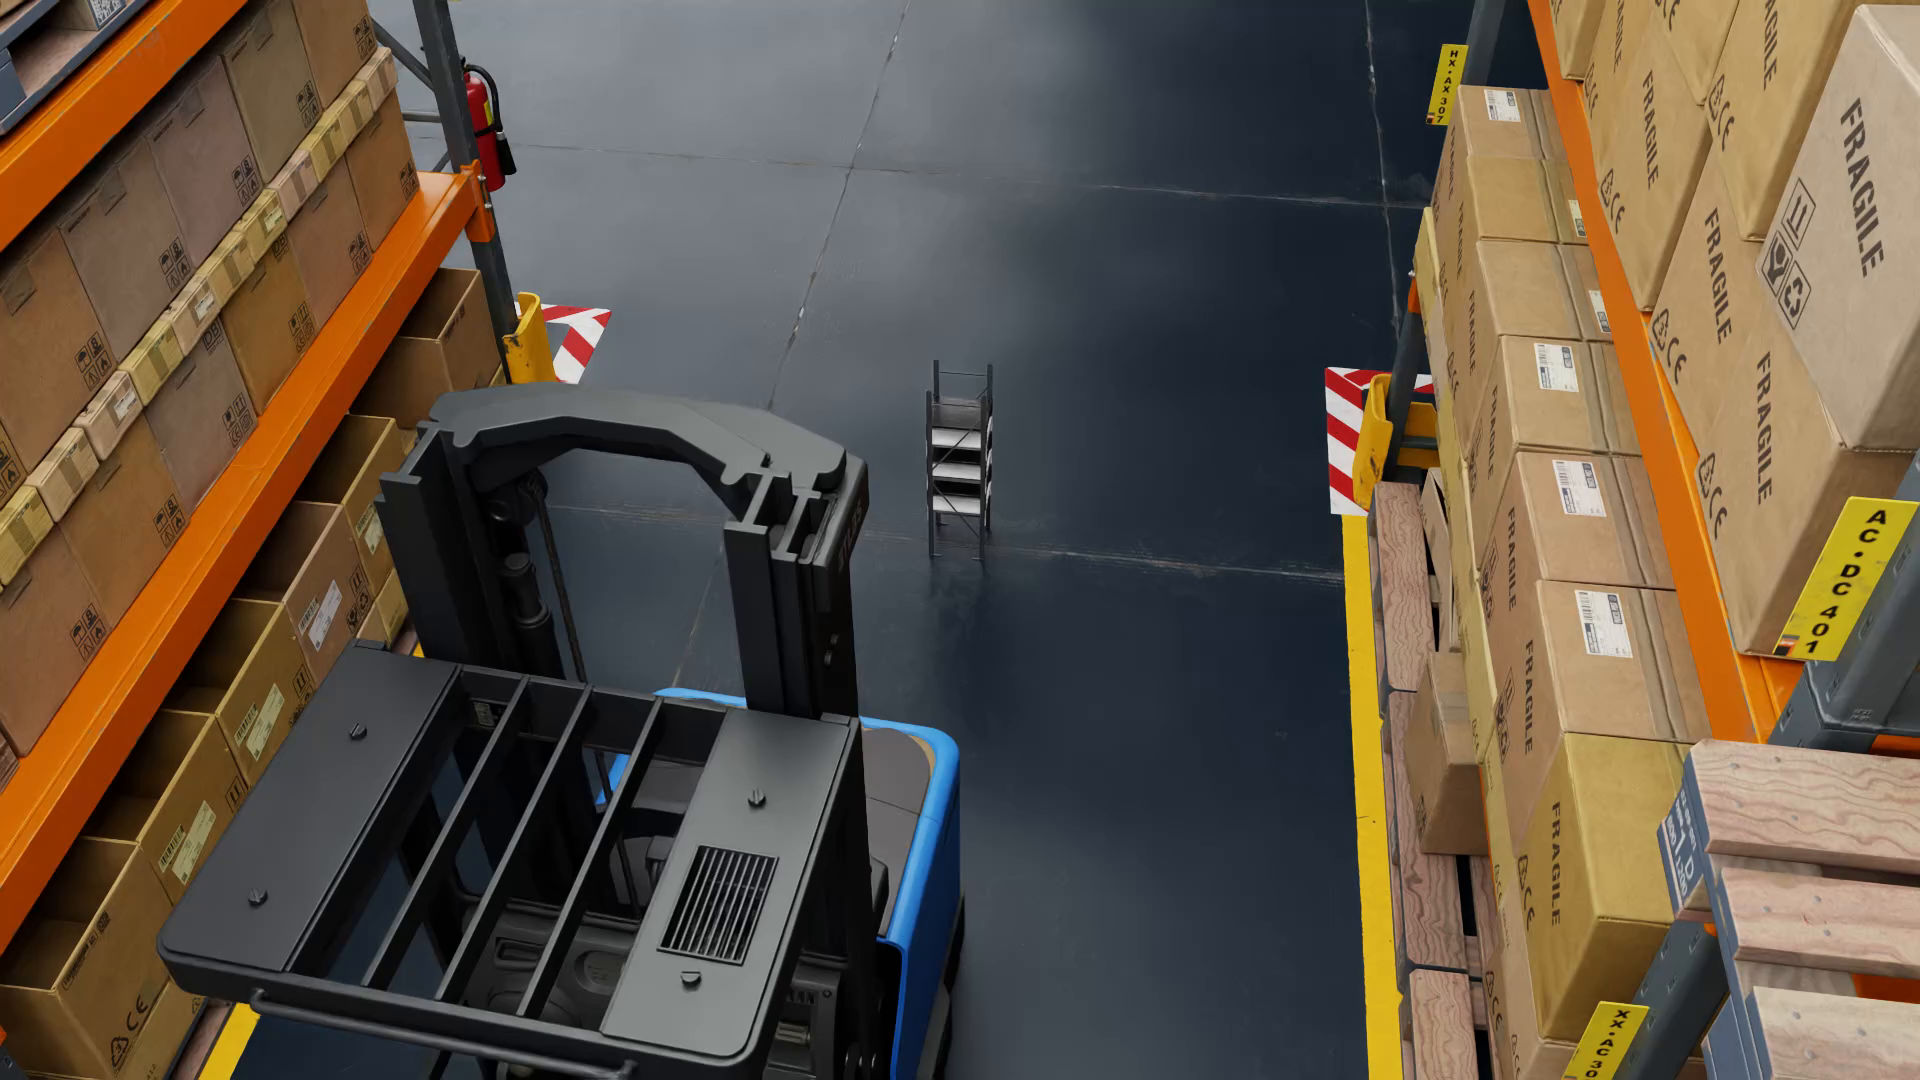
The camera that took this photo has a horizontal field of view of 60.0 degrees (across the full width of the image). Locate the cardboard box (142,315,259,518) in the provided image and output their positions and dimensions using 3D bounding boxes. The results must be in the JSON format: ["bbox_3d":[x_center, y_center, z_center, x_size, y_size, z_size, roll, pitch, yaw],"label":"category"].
[{"bbox_3d":[-2.819,-0.454,5.475,0.700,0.500,0.500,6,44,7],"label":"cardboard box"}]

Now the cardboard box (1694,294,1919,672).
[{"bbox_3d":[1.661,-0.117,2.923,0.500,0.500,0.500,6,44,7],"label":"cardboard box"}]

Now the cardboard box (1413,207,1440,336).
[{"bbox_3d":[1.989,-0.991,6.210,0.500,0.250,0.500,4,44,4],"label":"cardboard box"}]

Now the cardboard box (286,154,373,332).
[{"bbox_3d":[-2.682,-1.151,6.211,0.700,0.500,0.500,6,44,7],"label":"cardboard box"}]

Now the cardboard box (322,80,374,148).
[{"bbox_3d":[-2.438,-1.606,6.220,0.380,0.149,0.250,6,44,7],"label":"cardboard box"}]

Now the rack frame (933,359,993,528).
[{"bbox_3d":[0.012,-0.391,7.008,0.240,0.900,0.006,5,44,6],"label":"rack frame"}]

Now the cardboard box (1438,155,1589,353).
[{"bbox_3d":[1.932,-0.933,5.603,0.500,0.500,0.500,5,44,6],"label":"cardboard box"}]

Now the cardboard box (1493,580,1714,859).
[{"bbox_3d":[1.656,0.468,4.124,0.500,0.500,0.500,5,44,5],"label":"cardboard box"}]

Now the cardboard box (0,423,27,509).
[{"bbox_3d":[-2.954,-0.219,4.283,0.700,0.500,0.500,5,44,5],"label":"cardboard box"}]

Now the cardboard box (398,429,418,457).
[{"bbox_3d":[-2.375,-0.210,6.984,0.500,0.250,0.500,5,44,6],"label":"cardboard box"}]

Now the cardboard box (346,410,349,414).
[{"bbox_3d":[-2.834,-0.599,7.395,0.500,0.250,0.500,5,44,6],"label":"cardboard box"}]

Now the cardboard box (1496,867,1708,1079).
[{"bbox_3d":[1.601,1.081,4.022,0.500,0.250,0.500,5,44,6],"label":"cardboard box"}]

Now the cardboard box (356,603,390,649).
[{"bbox_3d":[-2.507,0.472,6.265,0.500,0.250,0.500,5,44,6],"label":"cardboard box"}]

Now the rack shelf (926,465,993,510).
[{"bbox_3d":[-0.001,-0.232,7.020,0.258,0.077,0.200,5,44,6],"label":"rack shelf"}]

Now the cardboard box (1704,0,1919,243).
[{"bbox_3d":[1.699,-0.855,2.975,0.500,0.500,0.500,7,44,8],"label":"cardboard box"}]

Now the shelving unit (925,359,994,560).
[{"bbox_3d":[-0.001,-0.321,6.935,0.258,0.900,0.210,5,44,6],"label":"shelving unit"}]

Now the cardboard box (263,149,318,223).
[{"bbox_3d":[-2.507,-1.260,5.855,0.380,0.149,0.250,6,44,6],"label":"cardboard box"}]

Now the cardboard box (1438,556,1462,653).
[{"bbox_3d":[2.112,0.326,6.359,0.500,0.311,0.500,9,44,9],"label":"cardboard box"}]

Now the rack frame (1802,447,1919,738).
[{"bbox_3d":[1.839,-0.795,1.544,1.000,3.000,0.127,5,44,6],"label":"rack frame"}]

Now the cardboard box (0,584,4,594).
[{"bbox_3d":[-2.778,0.151,4.364,0.380,0.149,0.250,4,44,4],"label":"cardboard box"}]

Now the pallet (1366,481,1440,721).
[{"bbox_3d":[2.216,0.273,6.809,1.003,0.211,1.213,5,44,6],"label":"pallet"}]

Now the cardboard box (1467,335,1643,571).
[{"bbox_3d":[1.801,-0.229,4.859,0.500,0.500,0.500,6,44,7],"label":"cardboard box"}]

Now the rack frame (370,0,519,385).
[{"bbox_3d":[-2.543,-1.790,6.959,1.000,3.000,0.127,5,44,6],"label":"rack frame"}]

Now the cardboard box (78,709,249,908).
[{"bbox_3d":[-2.642,0.881,5.287,0.500,0.500,0.500,5,44,6],"label":"cardboard box"}]

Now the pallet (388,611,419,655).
[{"bbox_3d":[-2.766,0.577,6.487,1.003,0.211,1.213,5,44,6],"label":"pallet"}]

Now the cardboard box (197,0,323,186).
[{"bbox_3d":[-2.688,-1.585,5.726,0.700,0.500,0.500,4,44,4],"label":"cardboard box"}]

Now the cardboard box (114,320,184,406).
[{"bbox_3d":[-2.643,-0.557,5.112,0.380,0.149,0.250,5,44,5],"label":"cardboard box"}]

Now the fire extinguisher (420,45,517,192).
[{"bbox_3d":[-2.067,-1.800,7.026,0.296,0.674,0.183,5,44,6],"label":"fire extinguisher"}]

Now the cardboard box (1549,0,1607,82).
[{"bbox_3d":[1.905,-1.553,4.439,0.500,0.500,0.500,7,44,7],"label":"cardboard box"}]

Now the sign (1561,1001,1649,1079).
[{"bbox_3d":[1.300,1.025,3.356,0.100,0.325,0.005,5,44,6],"label":"sign"}]

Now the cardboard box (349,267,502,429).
[{"bbox_3d":[-2.319,-0.824,7.087,0.500,0.500,0.500,5,44,6],"label":"cardboard box"}]

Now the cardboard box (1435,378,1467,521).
[{"bbox_3d":[1.861,-0.290,5.469,0.500,0.250,0.500,5,44,5],"label":"cardboard box"}]

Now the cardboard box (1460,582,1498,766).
[{"bbox_3d":[1.727,0.398,4.743,0.500,0.250,0.500,5,44,5],"label":"cardboard box"}]

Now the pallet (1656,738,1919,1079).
[{"bbox_3d":[1.652,0.774,2.206,1.213,0.211,1.003,5,44,6],"label":"pallet"}]

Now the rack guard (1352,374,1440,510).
[{"bbox_3d":[2.358,-0.383,7.291,1.175,0.500,0.348,5,44,6],"label":"rack guard"}]

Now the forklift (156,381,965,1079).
[{"bbox_3d":[-0.786,1.226,3.824,1.130,2.935,3.031,8,44,8],"label":"forklift"}]

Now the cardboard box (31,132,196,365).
[{"bbox_3d":[-2.820,-0.900,5.003,0.700,0.500,0.500,5,44,6],"label":"cardboard box"}]

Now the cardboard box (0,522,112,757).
[{"bbox_3d":[-2.956,0.237,4.746,0.700,0.500,0.500,5,44,5],"label":"cardboard box"}]

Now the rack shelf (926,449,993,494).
[{"bbox_3d":[-0.001,-0.297,6.958,0.258,0.077,0.200,5,44,6],"label":"rack shelf"}]

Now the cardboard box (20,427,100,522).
[{"bbox_3d":[-2.710,-0.198,4.733,0.380,0.149,0.250,4,44,4],"label":"cardboard box"}]

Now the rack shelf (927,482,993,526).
[{"bbox_3d":[-0.001,-0.166,7.081,0.258,0.077,0.200,5,44,6],"label":"rack shelf"}]

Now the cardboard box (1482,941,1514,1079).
[{"bbox_3d":[1.937,1.421,5.066,0.500,0.500,0.500,2,43,2],"label":"cardboard box"}]

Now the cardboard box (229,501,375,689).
[{"bbox_3d":[-2.504,0.200,6.007,0.500,0.500,0.500,5,44,6],"label":"cardboard box"}]

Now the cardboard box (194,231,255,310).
[{"bbox_3d":[-2.574,-0.902,5.476,0.380,0.149,0.250,6,44,7],"label":"cardboard box"}]

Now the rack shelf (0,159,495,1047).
[{"bbox_3d":[-2.807,-0.166,5.767,1.077,0.370,4.000,5,44,6],"label":"rack shelf"}]

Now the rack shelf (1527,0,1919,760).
[{"bbox_3d":[2.104,-0.807,4.262,1.077,0.370,4.000,5,44,6],"label":"rack shelf"}]

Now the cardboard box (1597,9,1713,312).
[{"bbox_3d":[1.776,-0.840,3.687,0.500,0.500,0.500,4,44,4],"label":"cardboard box"}]

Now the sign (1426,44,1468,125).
[{"bbox_3d":[1.830,-1.706,6.240,0.100,0.325,0.005,5,44,6],"label":"sign"}]
